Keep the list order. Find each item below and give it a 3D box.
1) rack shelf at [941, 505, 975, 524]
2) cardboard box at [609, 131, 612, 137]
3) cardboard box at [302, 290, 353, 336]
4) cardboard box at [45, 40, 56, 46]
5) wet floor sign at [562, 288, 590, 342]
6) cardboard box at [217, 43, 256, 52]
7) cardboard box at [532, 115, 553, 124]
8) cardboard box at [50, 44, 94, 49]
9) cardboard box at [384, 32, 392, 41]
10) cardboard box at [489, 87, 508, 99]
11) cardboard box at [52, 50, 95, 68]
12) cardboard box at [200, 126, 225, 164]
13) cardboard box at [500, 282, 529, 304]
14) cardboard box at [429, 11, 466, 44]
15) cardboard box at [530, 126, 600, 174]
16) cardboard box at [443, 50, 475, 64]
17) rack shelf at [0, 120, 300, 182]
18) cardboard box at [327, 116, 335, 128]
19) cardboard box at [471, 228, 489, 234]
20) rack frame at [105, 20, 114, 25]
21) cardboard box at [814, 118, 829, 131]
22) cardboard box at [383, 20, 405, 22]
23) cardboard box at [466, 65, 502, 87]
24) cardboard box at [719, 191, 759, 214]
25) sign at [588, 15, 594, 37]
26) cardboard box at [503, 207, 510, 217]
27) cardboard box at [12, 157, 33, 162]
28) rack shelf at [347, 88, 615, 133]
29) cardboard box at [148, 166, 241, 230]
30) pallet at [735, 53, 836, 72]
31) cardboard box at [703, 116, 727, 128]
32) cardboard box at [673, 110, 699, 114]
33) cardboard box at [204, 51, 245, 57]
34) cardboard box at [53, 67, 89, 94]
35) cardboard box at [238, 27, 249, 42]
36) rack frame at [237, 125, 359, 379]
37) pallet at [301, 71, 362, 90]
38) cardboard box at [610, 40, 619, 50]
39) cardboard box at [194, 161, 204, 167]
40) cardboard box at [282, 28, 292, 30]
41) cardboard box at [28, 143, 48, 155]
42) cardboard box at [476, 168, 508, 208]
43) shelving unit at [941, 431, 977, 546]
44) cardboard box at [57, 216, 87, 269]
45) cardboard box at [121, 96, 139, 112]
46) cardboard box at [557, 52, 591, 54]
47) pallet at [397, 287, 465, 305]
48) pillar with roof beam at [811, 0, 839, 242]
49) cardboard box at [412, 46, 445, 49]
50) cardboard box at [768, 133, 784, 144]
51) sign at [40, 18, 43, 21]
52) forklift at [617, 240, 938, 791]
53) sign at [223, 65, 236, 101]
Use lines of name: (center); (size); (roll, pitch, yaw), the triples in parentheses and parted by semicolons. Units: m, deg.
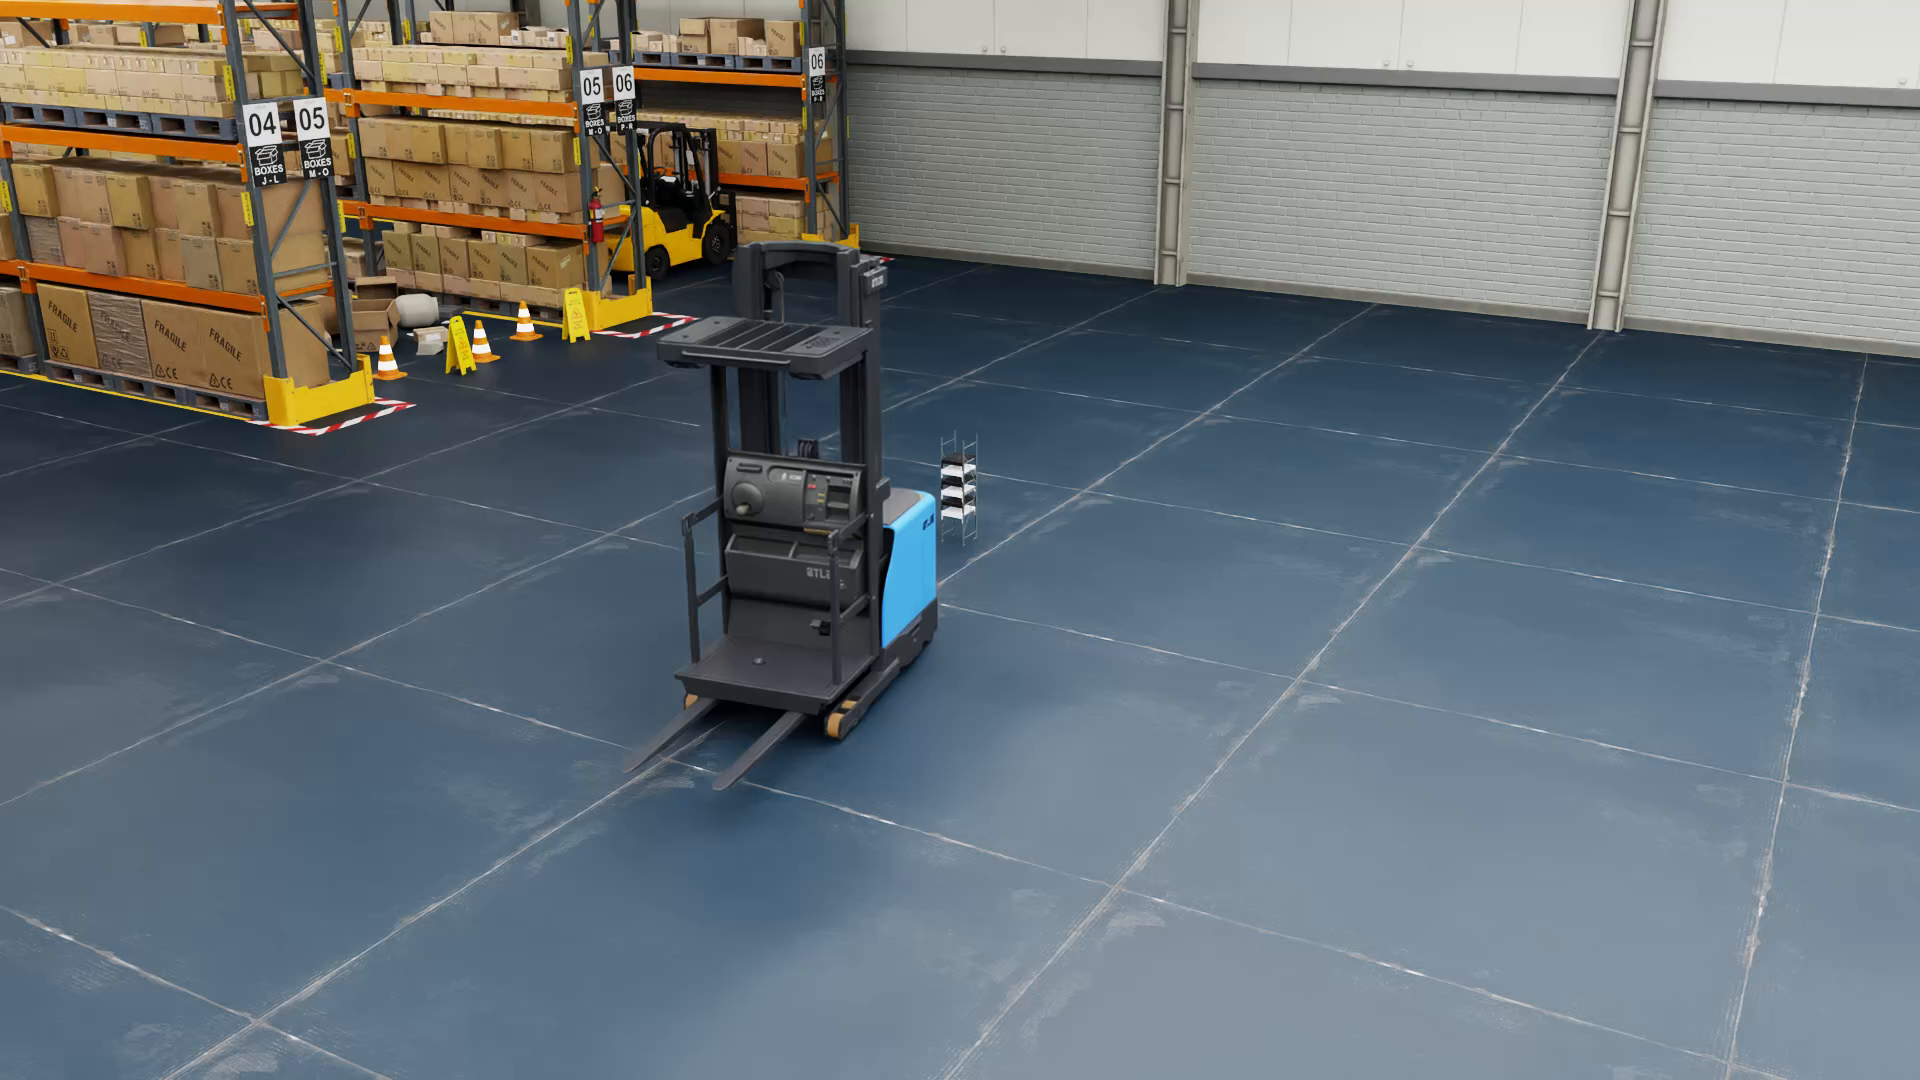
rack shelf: (-0.007, -0.224, 13.788); (0.200, 0.077, 0.258); (11, 23, 27)
cardboard box: (-5.830, -6.734, 27.516); (0.500, 0.250, 0.500); (10, 22, 26)
cardboard box: (-8.026, -2.847, 20.775); (0.503, 0.637, 0.797); (11, 23, 27)
cardboard box: (-13.490, -7.397, 25.040); (0.258, 0.266, 0.396); (13, 24, 32)
wet floor sign: (-4.794, -2.808, 20.660); (0.267, 0.644, 0.232); (-16, 26, -38)
cardboard box: (-10.076, -6.809, 23.686); (0.637, 0.503, 0.797); (11, 23, 27)
cardboard box: (-6.833, -6.911, 27.421); (0.250, 0.149, 0.380); (10, 22, 26)
cardboard box: (-9.781, -5.385, 18.349); (0.250, 0.149, 0.380); (11, 22, 27)
cardboard box: (-9.648, -8.637, 28.512); (0.250, 0.149, 0.380); (10, 22, 26)
cardboard box: (-5.764, -5.708, 21.172); (0.250, 0.149, 0.380); (11, 22, 27)
cardboard box: (-9.213, -5.020, 17.343); (0.250, 0.149, 0.380); (11, 23, 28)
cardboard box: (-10.684, -5.751, 24.122); (0.500, 0.500, 0.500); (12, 23, 30)
cardboard box: (-5.723, -3.312, 22.014); (0.500, 0.250, 0.500); (11, 23, 27)
cardboard box: (-8.491, -8.582, 27.817); (0.500, 0.500, 0.500); (11, 23, 28)
cardboard box: (-4.990, -4.942, 21.040); (0.500, 0.500, 0.700); (10, 22, 26)
cardboard box: (-6.417, -6.213, 21.395); (0.250, 0.149, 0.380); (11, 23, 28)
rack shelf: (-8.510, -4.179, 17.643); (4.000, 0.370, 1.077); (11, 23, 27)
cardboard box: (-9.167, -5.953, 23.727); (0.250, 0.149, 0.380); (12, 23, 30)
cardboard box: (-6.392, -4.000, 22.811); (0.500, 0.500, 0.500); (12, 23, 30)
rack frame: (-15.989, -11.224, 31.611); (0.127, 3.000, 1.000); (11, 23, 27)
cardboard box: (-2.209, -6.354, 25.450); (0.250, 0.149, 0.380); (10, 22, 26)
cardboard box: (-9.872, -9.006, 29.093); (0.250, 0.149, 0.380); (12, 23, 29)
cardboard box: (-5.910, -5.918, 21.166); (0.500, 0.250, 0.500); (12, 23, 29)
cardboard box: (-3.469, -5.266, 25.933); (0.500, 0.250, 0.500); (11, 23, 28)
sign: (-5.769, -8.046, 26.030); (0.005, 0.325, 0.100); (11, 23, 27)
cardboard box: (-5.752, -4.322, 21.748); (0.250, 0.149, 0.380); (11, 23, 28)
cardboard box: (-11.142, -4.122, 19.218); (0.500, 0.500, 0.700); (10, 22, 26)
rack shelf: (-6.184, -5.669, 21.752); (4.000, 0.370, 1.077); (11, 23, 27)
cardboard box: (-8.017, -3.623, 17.652); (0.550, 0.550, 0.875); (11, 23, 27)
pallet: (-2.625, -7.237, 25.148); (1.213, 0.211, 1.003); (11, 23, 27)
cardboard box: (-3.778, -6.485, 25.810); (0.250, 0.149, 0.380); (11, 23, 28)
cardboard box: (-4.401, -6.820, 26.733); (0.250, 0.149, 0.380); (10, 22, 26)
cardboard box: (-7.562, -4.963, 17.185); (0.250, 0.149, 0.380); (11, 23, 28)
cardboard box: (-9.083, -4.832, 17.408); (0.500, 0.250, 0.500); (11, 22, 27)
cardboard box: (-13.040, -9.224, 30.279); (0.500, 0.250, 0.500); (11, 23, 28)
rack frame: (-6.764, -2.774, 17.115); (0.127, 3.000, 1.000); (11, 23, 27)
pallet: (-8.417, -6.386, 22.948); (1.003, 0.211, 1.213); (11, 23, 27)
cardboard box: (-5.269, -7.780, 26.120); (0.250, 0.149, 0.380); (11, 23, 28)
cardboard box: (-10.999, -5.508, 24.404); (0.250, 0.149, 0.380); (9, 22, 24)
cardboard box: (-11.773, -8.973, 29.411); (0.250, 0.149, 0.380); (11, 23, 28)
cardboard box: (-14.199, -6.189, 26.016); (0.500, 0.250, 0.500); (11, 23, 28)
cardboard box: (-5.916, -4.629, 21.644); (0.500, 0.500, 0.500); (11, 23, 27)
shelving unit: (-0.007, -0.424, 13.715); (0.210, 0.900, 0.258); (11, 23, 27)
cardboard box: (-9.437, -3.368, 18.530); (0.550, 0.550, 0.875); (11, 23, 27)
cardboard box: (-8.328, -4.477, 17.014); (0.250, 0.149, 0.380); (11, 23, 28)
cardboard box: (-4.876, -6.089, 21.052); (0.250, 0.149, 0.380); (11, 23, 27)
pallet: (-7.326, -3.518, 23.254); (1.213, 0.211, 1.003); (11, 23, 27)
pillar with roof beam: (-4.288, -7.666, 21.802); (0.400, 9.000, 9.100); (11, 23, 27)
cardboard box: (-7.099, -6.519, 22.237); (0.250, 0.149, 0.380); (11, 23, 29)
cardboard box: (-2.697, -6.103, 25.193); (0.250, 0.149, 0.380); (11, 23, 28)
sign: (-14.658, -8.225, 26.521); (0.005, 0.325, 0.100); (11, 23, 27)
forklift: (-1.138, -0.286, 10.356); (1.130, 2.935, 3.031); (7, 21, 19)
sign: (-7.040, -4.404, 16.027); (0.005, 0.325, 0.100); (11, 23, 27)
